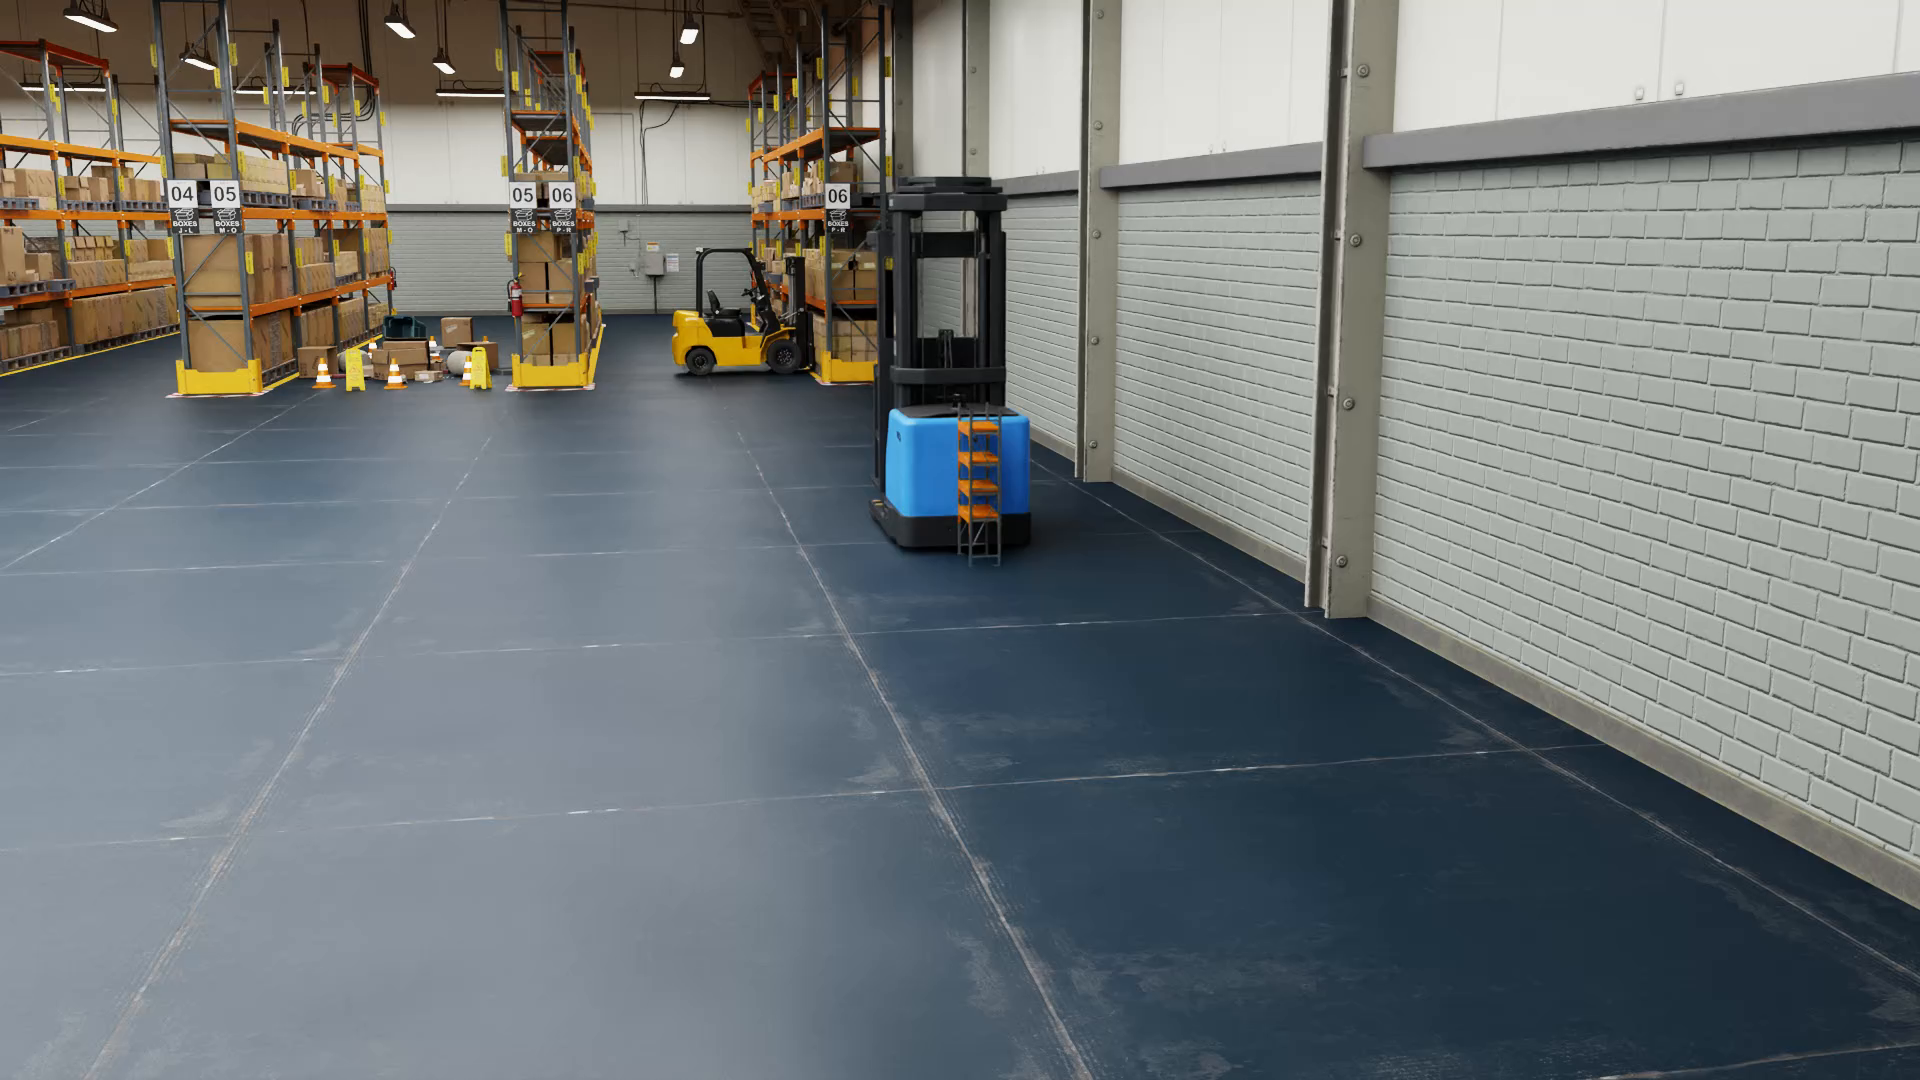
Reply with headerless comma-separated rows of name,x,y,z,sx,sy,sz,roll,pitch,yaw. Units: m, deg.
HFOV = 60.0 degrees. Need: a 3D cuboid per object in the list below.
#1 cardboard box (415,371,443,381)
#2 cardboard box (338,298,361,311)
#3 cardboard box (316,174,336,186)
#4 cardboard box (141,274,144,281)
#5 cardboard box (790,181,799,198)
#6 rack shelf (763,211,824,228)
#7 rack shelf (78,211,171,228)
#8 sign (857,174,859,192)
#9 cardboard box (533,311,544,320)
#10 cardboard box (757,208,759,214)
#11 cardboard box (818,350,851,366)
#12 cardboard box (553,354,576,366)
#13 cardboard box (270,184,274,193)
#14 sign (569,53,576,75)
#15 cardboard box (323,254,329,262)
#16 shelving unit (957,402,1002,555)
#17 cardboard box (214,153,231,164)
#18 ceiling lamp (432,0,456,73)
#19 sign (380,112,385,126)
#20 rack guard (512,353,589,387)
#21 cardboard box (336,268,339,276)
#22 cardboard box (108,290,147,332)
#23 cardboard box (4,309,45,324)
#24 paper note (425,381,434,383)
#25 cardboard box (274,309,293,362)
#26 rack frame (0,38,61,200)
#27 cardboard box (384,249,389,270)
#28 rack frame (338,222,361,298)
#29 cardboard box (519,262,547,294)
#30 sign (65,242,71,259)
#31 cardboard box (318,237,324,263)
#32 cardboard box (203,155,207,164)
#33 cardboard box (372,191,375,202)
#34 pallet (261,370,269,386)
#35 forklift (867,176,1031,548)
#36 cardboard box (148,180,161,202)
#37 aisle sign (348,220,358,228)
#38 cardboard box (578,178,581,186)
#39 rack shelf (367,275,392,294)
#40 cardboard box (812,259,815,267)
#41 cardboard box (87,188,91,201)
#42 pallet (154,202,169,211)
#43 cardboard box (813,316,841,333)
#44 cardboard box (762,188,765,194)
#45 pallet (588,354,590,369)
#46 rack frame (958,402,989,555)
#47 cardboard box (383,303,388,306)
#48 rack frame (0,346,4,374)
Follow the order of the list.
cardboard box,-8.815,-2.723,27.605,0.380,0.149,0.250,4,11,18
cardboard box,-13.269,-5.084,35.939,0.500,0.250,0.500,-2,11,-8
cardboard box,-12.967,-7.348,33.944,0.396,0.266,0.258,-2,11,-11
cardboard box,-18.520,-5.885,37.264,0.380,0.149,0.250,-2,11,-13
cardboard box,-3.017,-6.821,32.338,0.500,0.311,0.500,-3,11,-13
rack shelf,-3.655,-7.092,36.837,1.077,0.370,4.000,-2,11,-11
rack shelf,-19.022,-7.284,37.846,1.077,0.370,4.000,-2,11,-11
sign,-1.944,-6.658,31.040,0.100,0.325,0.005,-2,11,-11
cardboard box,-7.173,-3.748,27.855,0.380,0.149,0.250,-2,11,-10
cardboard box,-4.732,-8.025,40.488,0.380,0.149,0.250,-2,11,-10
cardboard box,-2.112,-3.068,28.024,0.500,0.250,0.500,-2,11,-11
cardboard box,-10.047,-4.446,32.620,5.372,1.239,12.323,-2,11,-11
cardboard box,-11.559,-5.809,27.451,0.380,0.149,0.250,-2,11,-12
sign,-6.046,-7.421,25.910,0.100,0.325,0.005,-2,11,-11
cardboard box,-12.871,-5.693,33.543,0.380,0.149,0.250,-2,11,-11
shelving unit,0.147,-0.429,12.743,0.258,1.200,0.492,-2,11,-10
cardboard box,-11.167,-5.828,25.421,0.380,0.149,0.250,-2,11,-10
ceiling lamp,-10.893,-11.740,35.697,0.800,3.185,2.000,-2,11,-11
sign,-13.978,-10.193,40.260,0.100,0.325,0.005,-2,11,-11
rack guard,-6.593,-2.743,26.769,1.175,0.500,0.348,-2,11,-11
cardboard box,-12.964,-5.496,34.100,0.380,0.149,0.250,-2,11,-8
cardboard box,-18.683,-5.084,36.943,0.875,0.875,0.875,-2,11,-11
cardboard box,-17.582,-4.201,31.251,0.500,0.250,0.500,-1,11,-5
paper note,-8.715,-2.599,27.270,0.148,0.019,0.142,-6,13,-31
cardboard box,-12.139,-3.536,28.813,0.875,0.875,0.875,-2,11,-10
rack frame,-17.855,-8.011,31.717,1.000,3.000,0.127,-2,11,-11
cardboard box,-14.186,-6.815,40.416,0.500,0.500,0.500,-2,11,-10
rack frame,-13.752,-5.959,36.982,0.949,2.616,0.053,-2,11,-11
cardboard box,-6.954,-4.241,26.895,0.500,0.500,0.500,-2,11,-12
sign,-17.325,-5.615,32.289,0.100,0.325,0.005,-2,11,-11
cardboard box,-12.893,-5.683,32.590,0.700,0.500,0.500,-2,11,-11
cardboard box,-11.910,-5.898,25.786,0.380,0.149,0.250,-2,11,-10
cardboard box,-13.903,-7.982,38.653,0.500,0.250,0.500,-3,11,-13
pallet,-11.647,-2.532,26.435,1.003,0.211,1.213,-2,11,-11
forklift,-0.200,-1.605,14.291,1.130,2.935,3.031,-2,11,-10
cardboard box,-19.258,-8.215,39.157,0.700,0.500,0.500,-3,11,-14
aisle sign,-14.835,-7.972,40.607,0.394,0.787,0.004,-2,11,-11
cardboard box,-6.813,-6.243,28.993,0.380,0.149,0.250,-2,11,-9
rack shelf,-14.137,-5.972,38.977,1.077,0.370,4.000,-2,11,-11
cardboard box,-2.403,-4.887,29.347,0.380,0.149,0.250,-2,11,-12
cardboard box,-18.508,-7.229,34.746,0.500,0.311,0.500,-3,11,-13
pallet,-19.257,-7.825,39.001,1.003,0.211,1.213,-2,11,-11
cardboard box,-2.319,-3.743,28.898,0.500,0.250,0.500,-2,11,-10
cardboard box,-4.287,-7.925,37.776,0.380,0.149,0.250,-2,11,-12
pallet,-7.191,-3.199,29.937,1.003,0.211,1.213,-2,11,-11
rack frame,0.105,-0.473,12.973,0.240,1.200,0.015,-2,11,-10
cardboard box,-14.175,-5.703,40.547,0.380,0.149,0.250,-2,11,-10
rack frame,-17.077,-4.330,28.423,1.000,3.000,0.127,-2,11,-11
